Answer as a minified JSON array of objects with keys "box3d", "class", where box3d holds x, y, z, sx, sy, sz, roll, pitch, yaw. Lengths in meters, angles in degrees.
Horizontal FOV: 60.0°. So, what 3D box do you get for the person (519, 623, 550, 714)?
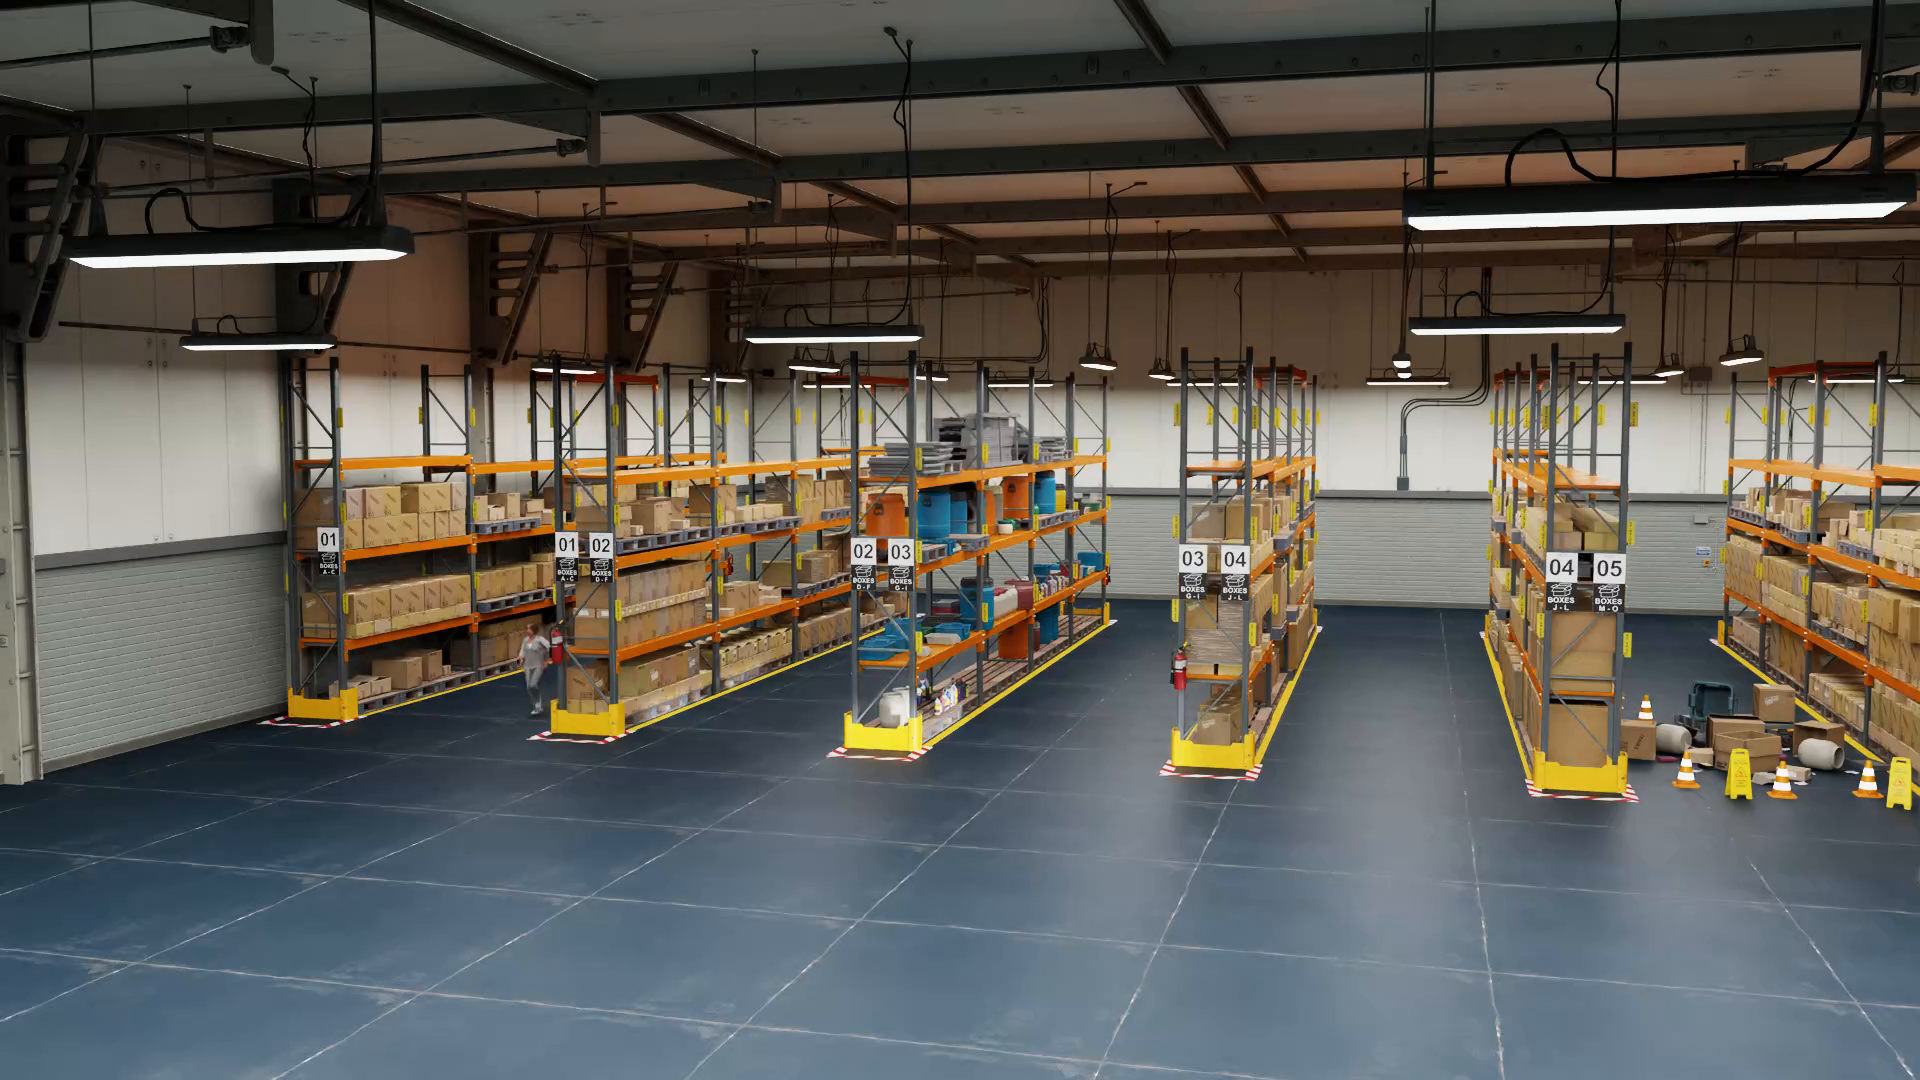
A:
[{"box3d":[-7.165,2.169,27.949,0.552,1.555,0.567,1,4,14],"class":"person"}]
